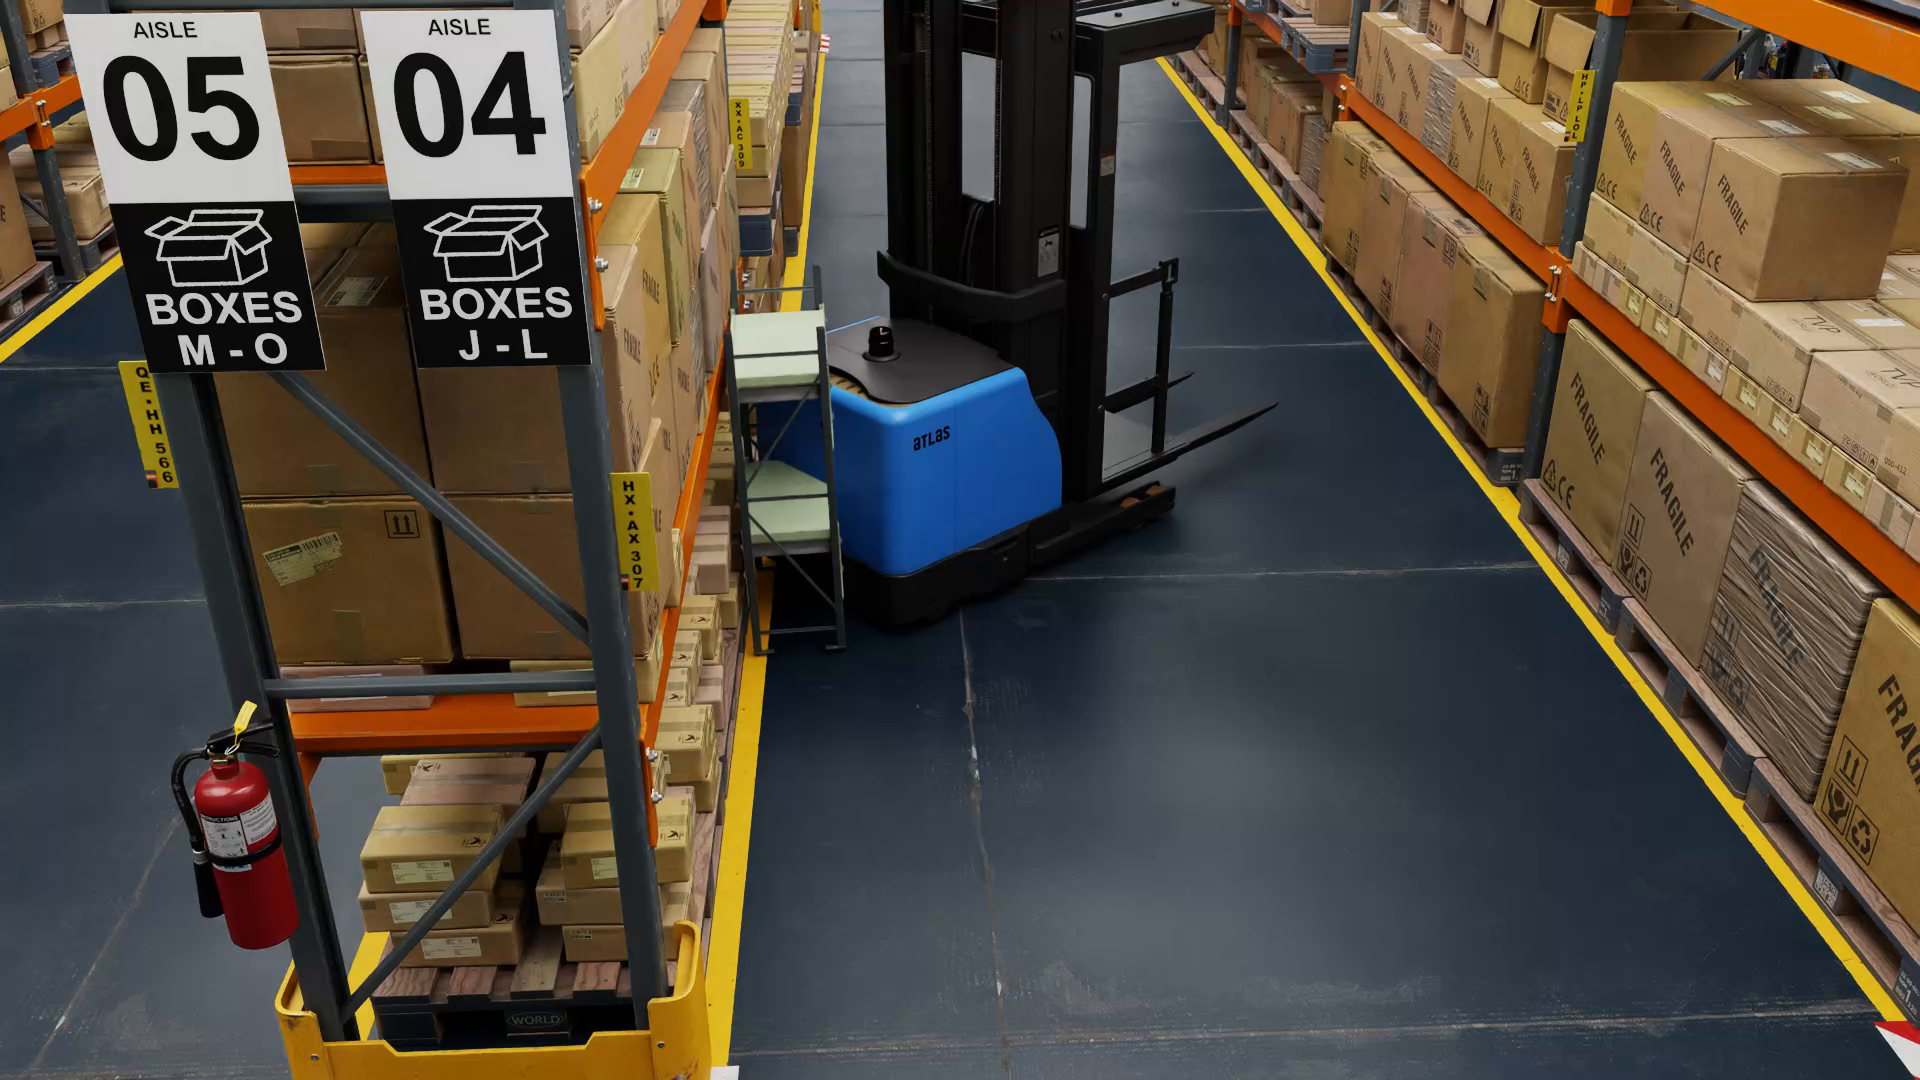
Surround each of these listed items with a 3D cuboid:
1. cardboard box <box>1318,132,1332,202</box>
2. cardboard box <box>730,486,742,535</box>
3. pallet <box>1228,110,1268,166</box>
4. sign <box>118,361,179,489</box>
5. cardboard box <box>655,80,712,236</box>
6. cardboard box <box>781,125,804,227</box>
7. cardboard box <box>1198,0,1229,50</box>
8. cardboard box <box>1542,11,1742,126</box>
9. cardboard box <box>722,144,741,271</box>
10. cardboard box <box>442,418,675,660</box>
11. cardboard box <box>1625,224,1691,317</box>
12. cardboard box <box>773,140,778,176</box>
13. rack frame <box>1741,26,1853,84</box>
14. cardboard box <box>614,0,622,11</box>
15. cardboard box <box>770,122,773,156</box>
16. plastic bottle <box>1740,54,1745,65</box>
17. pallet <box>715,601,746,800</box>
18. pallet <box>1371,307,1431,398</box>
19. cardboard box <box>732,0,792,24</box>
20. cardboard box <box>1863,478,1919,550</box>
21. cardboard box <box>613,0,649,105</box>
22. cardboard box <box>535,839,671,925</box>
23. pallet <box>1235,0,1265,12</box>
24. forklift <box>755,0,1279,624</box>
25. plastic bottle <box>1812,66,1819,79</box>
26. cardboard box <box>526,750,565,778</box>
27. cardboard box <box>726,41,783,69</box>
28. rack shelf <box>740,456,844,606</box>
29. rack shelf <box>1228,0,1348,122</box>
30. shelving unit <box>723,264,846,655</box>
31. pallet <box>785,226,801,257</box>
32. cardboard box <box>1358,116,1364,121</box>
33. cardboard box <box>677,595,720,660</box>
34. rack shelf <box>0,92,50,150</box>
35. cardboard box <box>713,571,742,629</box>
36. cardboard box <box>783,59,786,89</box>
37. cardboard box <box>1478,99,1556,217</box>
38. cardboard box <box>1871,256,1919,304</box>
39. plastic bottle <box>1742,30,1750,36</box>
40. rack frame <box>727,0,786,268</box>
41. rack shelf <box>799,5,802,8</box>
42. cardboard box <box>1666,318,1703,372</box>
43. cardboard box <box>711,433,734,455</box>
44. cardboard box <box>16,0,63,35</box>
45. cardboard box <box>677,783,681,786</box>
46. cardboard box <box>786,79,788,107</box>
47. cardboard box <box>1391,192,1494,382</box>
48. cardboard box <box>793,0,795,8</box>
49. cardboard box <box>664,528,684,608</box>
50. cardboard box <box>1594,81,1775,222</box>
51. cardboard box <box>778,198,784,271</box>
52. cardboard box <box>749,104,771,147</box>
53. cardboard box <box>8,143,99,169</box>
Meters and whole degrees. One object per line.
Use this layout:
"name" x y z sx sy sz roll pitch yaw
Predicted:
"cardboard box" 3.140 -2.784 12.571 0.700 0.500 0.500 -3 28 -5
"cardboard box" -1.162 -0.136 7.575 0.380 0.149 0.250 -2 28 -4
"pallet" 3.028 -3.640 15.000 1.003 0.211 1.213 -1 28 -3
"sign" -1.901 -0.270 3.930 0.100 0.325 0.005 -1 28 -3
"cardboard box" -1.215 -1.402 6.183 0.500 0.500 0.500 -1 28 -1
"cardboard box" -1.705 -2.787 12.329 1.050 0.750 0.750 -2 28 -3
"cardboard box" 2.859 -5.597 17.986 0.500 0.500 0.500 6 28 11
"cardboard box" 3.362 -2.325 8.271 0.797 0.503 0.637 -2 28 -4
"cardboard box" -1.247 -1.428 7.314 0.500 0.500 0.500 -1 28 -3
"cardboard box" -1.093 -0.011 4.597 0.500 0.500 0.500 0 28 0
"cardboard box" 3.188 -1.153 7.058 0.500 0.250 0.500 -2 28 -3
"cardboard box" -1.145 -1.979 8.619 0.380 0.149 0.250 -1 28 -2
"rack frame" 7.932 -5.355 15.274 1.000 3.000 0.127 -1 28 -3
"cardboard box" -1.137 -1.556 4.367 0.500 0.250 0.500 -2 28 -3
"cardboard box" -1.131 -1.987 8.313 0.380 0.149 0.250 -2 28 -4
"plastic bottle" 7.611 -4.666 16.342 0.144 0.351 0.185 -2 28 -4
"pallet" -1.417 0.643 6.790 1.003 0.211 1.213 -1 28 -3
"pallet" 3.222 -1.224 10.368 1.003 0.211 1.213 -1 28 -3
"cardboard box" -1.280 -3.438 10.773 0.380 0.149 0.250 -2 28 -5
"cardboard box" 3.226 -0.091 5.452 0.380 0.149 0.250 -1 28 -2
"cardboard box" -1.137 -1.341 4.496 0.500 0.250 0.500 -1 28 -1
"cardboard box" -1.117 1.077 5.248 0.380 0.149 0.250 0 28 0
"pallet" 2.881 -4.794 14.405 1.003 0.211 1.213 -1 28 -3
"forklift" 0.454 -1.501 7.958 3.031 2.935 1.130 -24 36 -38
"plastic bottle" 8.348 -4.514 16.212 0.097 0.201 0.097 0 28 0
"cardboard box" -1.598 0.722 5.929 0.380 0.149 0.250 -2 28 -3
"cardboard box" -1.202 -2.721 9.398 0.380 0.149 0.250 -1 28 -1
"rack shelf" -0.745 -0.064 7.395 0.431 0.370 0.720 -4 29 -4
"rack shelf" 3.091 -3.993 13.440 1.077 0.370 4.000 -1 28 -3
"shelving unit" -0.753 -0.349 7.237 0.431 1.500 0.755 -4 29 -4
"pallet" -1.729 -2.445 12.709 1.003 0.211 1.213 -1 28 -3
"cardboard box" 3.130 -3.116 12.398 0.500 0.250 0.500 0 28 -1
"cardboard box" -1.122 0.336 6.348 0.380 0.149 0.250 -1 28 -2
"rack shelf" -6.597 -1.906 9.439 1.077 0.370 4.000 -1 28 -3
"cardboard box" -1.140 0.261 7.135 0.380 0.149 0.250 -1 28 -3
"cardboard box" -1.213 -2.709 9.696 0.380 0.149 0.250 -1 28 -1
"cardboard box" 3.088 -2.023 8.778 0.500 0.500 0.500 -1 28 -1
"cardboard box" 3.745 -0.934 6.638 0.500 0.250 0.500 -1 28 -2
"plastic bottle" 8.243 -5.235 17.513 0.152 0.276 0.135 -1 28 -2
"rack frame" -1.763 -3.315 11.363 1.000 3.000 0.127 -1 28 -3
"rack shelf" -2.077 -5.767 16.842 1.077 0.370 4.000 -1 28 -3
"cardboard box" 3.144 -0.803 6.817 0.380 0.149 0.250 -2 28 -3
"cardboard box" -1.223 -0.379 7.718 0.380 0.149 0.250 -1 28 -2
"cardboard box" -6.494 -3.725 11.264 0.500 0.500 0.500 -2 28 -4
"cardboard box" -1.169 0.974 5.767 0.380 0.149 0.250 -1 28 -2
"cardboard box" -1.229 -2.700 10.001 0.380 0.149 0.250 -3 28 -5
"cardboard box" 3.303 -1.493 9.712 1.225 0.875 0.875 -2 28 -4
"cardboard box" -1.652 -4.739 13.984 0.500 0.500 0.500 -2 28 -3
"cardboard box" -1.050 0.091 5.103 0.380 0.149 0.250 -2 28 -4
"cardboard box" 3.174 -1.712 7.318 0.500 0.500 0.500 -1 28 -3
"cardboard box" -1.468 -2.095 11.273 0.500 0.500 0.500 -2 28 -3
"cardboard box" -1.116 -2.000 8.014 0.380 0.149 0.250 0 28 0
"cardboard box" -6.767 -2.772 12.708 0.950 0.372 0.625 -2 28 -4
